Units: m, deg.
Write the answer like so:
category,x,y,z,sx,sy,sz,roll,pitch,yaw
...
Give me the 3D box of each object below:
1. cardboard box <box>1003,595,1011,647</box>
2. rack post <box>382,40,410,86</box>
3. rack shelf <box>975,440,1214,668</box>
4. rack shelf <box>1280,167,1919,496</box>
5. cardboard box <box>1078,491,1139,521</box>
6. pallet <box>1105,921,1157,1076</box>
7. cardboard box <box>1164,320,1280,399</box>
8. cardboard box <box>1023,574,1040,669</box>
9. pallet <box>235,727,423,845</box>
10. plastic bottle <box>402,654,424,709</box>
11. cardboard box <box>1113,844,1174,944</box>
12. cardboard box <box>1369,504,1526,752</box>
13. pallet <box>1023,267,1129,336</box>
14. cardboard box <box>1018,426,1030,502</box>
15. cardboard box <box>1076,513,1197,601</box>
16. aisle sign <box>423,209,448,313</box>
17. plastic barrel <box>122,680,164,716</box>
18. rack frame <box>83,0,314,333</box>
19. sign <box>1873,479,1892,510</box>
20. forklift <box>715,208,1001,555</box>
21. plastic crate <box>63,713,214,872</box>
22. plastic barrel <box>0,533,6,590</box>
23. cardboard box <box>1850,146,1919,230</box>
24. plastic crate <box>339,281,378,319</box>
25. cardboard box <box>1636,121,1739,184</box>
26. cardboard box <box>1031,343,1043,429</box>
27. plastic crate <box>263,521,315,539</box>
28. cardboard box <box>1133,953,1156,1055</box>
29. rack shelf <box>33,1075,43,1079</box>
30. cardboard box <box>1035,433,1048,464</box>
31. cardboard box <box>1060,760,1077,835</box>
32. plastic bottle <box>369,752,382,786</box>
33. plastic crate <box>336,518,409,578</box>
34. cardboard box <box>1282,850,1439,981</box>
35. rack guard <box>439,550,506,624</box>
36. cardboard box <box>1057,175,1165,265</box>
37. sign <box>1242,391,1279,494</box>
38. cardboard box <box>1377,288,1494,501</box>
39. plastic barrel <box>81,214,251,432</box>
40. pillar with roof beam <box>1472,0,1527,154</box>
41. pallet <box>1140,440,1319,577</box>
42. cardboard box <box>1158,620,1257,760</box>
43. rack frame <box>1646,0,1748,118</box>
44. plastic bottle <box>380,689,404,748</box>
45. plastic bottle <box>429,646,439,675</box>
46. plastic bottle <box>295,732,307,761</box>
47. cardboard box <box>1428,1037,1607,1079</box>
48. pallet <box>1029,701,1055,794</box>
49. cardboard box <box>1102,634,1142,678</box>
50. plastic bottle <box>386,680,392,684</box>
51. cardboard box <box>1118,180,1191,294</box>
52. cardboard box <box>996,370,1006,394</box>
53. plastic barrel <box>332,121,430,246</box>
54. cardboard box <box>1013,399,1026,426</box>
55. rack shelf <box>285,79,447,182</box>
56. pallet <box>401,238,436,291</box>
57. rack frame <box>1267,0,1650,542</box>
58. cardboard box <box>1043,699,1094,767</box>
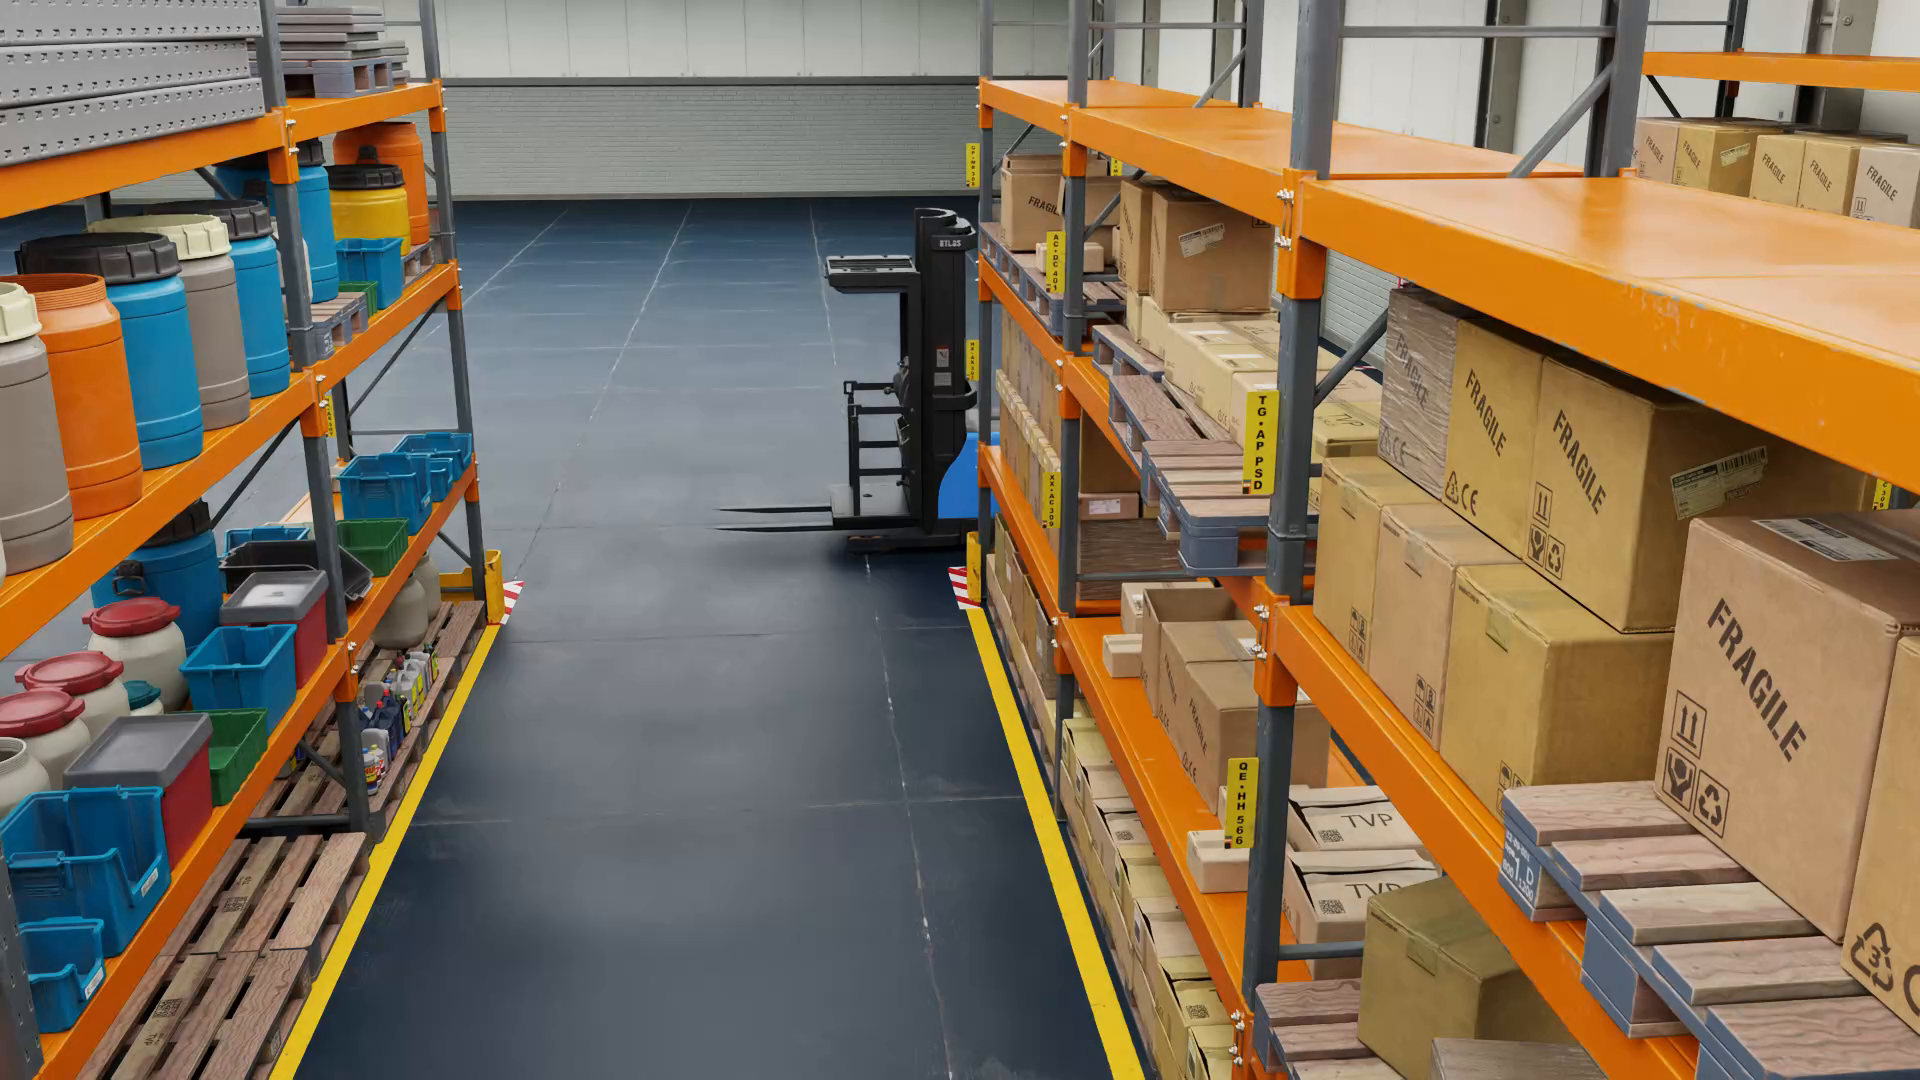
category,x,y,z,sx,sy,sz,roll,pitch,yaw
cardboard box,0.593,0.595,12.164,0.500,0.250,0.500,-2,18,-6
rack post,-4.324,-3.224,11.257,0.937,0.300,0.954,0,17,0
rack shelf,0.858,-0.042,11.504,1.077,0.370,4.000,-2,18,-6
rack shelf,1.684,-0.330,3.074,1.077,0.370,4.000,-2,18,-6
cardboard box,0.824,-0.221,9.623,0.380,0.149,0.250,-2,18,-6
pallet,1.309,2.124,8.061,1.003,0.211,1.213,-2,18,-6
cardboard box,1.201,-0.778,7.188,0.500,0.250,0.500,-3,18,-10
cardboard box,0.704,0.535,11.104,0.500,0.500,0.500,-2,18,-6
pallet,-3.890,1.491,10.074,1.003,0.211,1.213,-2,18,-6
plastic bottle,-3.616,0.925,10.912,0.144,0.351,0.185,-1,17,-3
cardboard box,1.019,1.643,7.888,0.500,0.311,0.500,-1,17,-4
cardboard box,1.608,0.204,4.344,0.910,0.500,0.500,-2,18,-6
pallet,0.951,-1.432,9.869,1.003,0.211,1.213,-2,18,-6
cardboard box,0.792,-0.585,11.866,0.700,0.500,0.500,-2,18,-5
cardboard box,1.013,0.031,9.904,0.700,0.500,0.500,-2,18,-7
aisle sign,-3.987,-2.100,12.519,0.394,0.787,0.004,-2,18,-6
plastic barrel,-3.879,0.828,7.764,0.301,0.262,0.301,0,17,0
rack frame,-3.863,-2.500,8.116,1.000,3.000,0.127,-2,18,-6
sign,5.453,-0.338,9.799,0.100,0.325,0.005,-2,18,-6
forklift,-0.696,-1.431,14.841,3.031,2.935,1.130,-2,18,-6
plastic crate,-3.312,1.033,6.773,0.402,0.464,0.583,-2,18,-6
plastic barrel,-3.177,-0.032,5.078,0.421,0.512,0.421,0,17,0
cardboard box,5.670,-2.050,9.821,0.500,0.500,0.500,-3,18,-10
plastic crate,-3.755,-1.446,10.121,0.336,0.188,0.450,-2,18,-6
cardboard box,5.379,-2.827,12.298,0.500,0.500,0.500,-2,18,-6
cardboard box,0.857,-1.037,11.139,0.700,0.500,0.500,-2,18,-6
plastic crate,-4.282,0.012,10.570,0.530,0.136,0.437,-2,18,-6
cardboard box,1.075,2.061,7.493,0.500,0.250,0.500,-1,17,-4
rack shelf,-3.244,2.493,3.429,1.077,0.370,4.000,-2,18,-6
cardboard box,0.694,-0.599,10.829,0.380,0.149,0.250,-1,17,-4
cardboard box,0.860,1.450,9.440,0.500,0.250,0.500,-2,18,-7
plastic bottle,-3.470,1.349,9.810,0.097,0.201,0.097,0,17,0
plastic crate,-3.722,0.050,10.362,0.450,0.188,0.662,-2,18,-6
cardboard box,1.483,1.335,6.065,0.500,0.311,0.500,-1,17,-2
rack guard,-4.221,0.385,13.118,1.175,0.500,0.348,-2,18,-6
cardboard box,1.020,-2.032,10.525,0.797,0.503,0.637,0,17,0
sign,0.924,-0.299,5.117,0.100,0.325,0.005,-2,18,-6
cardboard box,1.516,-0.423,4.674,0.500,0.500,0.500,-2,18,-6
plastic barrel,-3.527,-0.968,7.408,0.600,0.901,0.600,0,17,0
pillar with roof beam,1.611,-5.470,17.578,9.100,9.000,0.400,-2,18,-6
pallet,1.318,-0.138,5.917,1.213,0.211,1.003,-1,17,-3
cardboard box,1.234,0.698,7.778,0.500,0.500,0.500,-2,18,-6
rack frame,5.579,-3.998,12.887,1.000,3.000,0.127,-2,18,-6
plastic bottle,-3.553,1.107,10.332,0.144,0.351,0.185,-3,18,-8
plastic bottle,-3.650,0.830,11.464,0.097,0.201,0.097,0,17,0
plastic bottle,-4.091,1.200,10.160,0.152,0.276,0.135,-2,18,-6
cardboard box,1.559,1.617,4.151,0.700,0.500,0.500,1,17,5
pallet,1.024,1.303,10.675,1.003,0.211,1.213,-2,18,-6
cardboard box,0.953,0.601,8.675,0.380,0.149,0.250,-2,18,-6
plastic bottle,-3.731,1.013,10.880,0.097,0.201,0.097,0,17,0
cardboard box,1.089,-1.522,8.307,0.500,0.500,0.500,-2,17,-5
cardboard box,0.478,-1.215,12.789,0.380,0.149,0.250,-2,18,-6
plastic barrel,-4.099,-2.525,11.786,0.600,0.830,0.708,-2,18,-6
cardboard box,0.587,-0.907,11.809,0.380,0.149,0.250,-2,18,-7
rack shelf,-4.069,-2.562,10.182,1.077,0.370,4.000,-2,18,-6
pallet,-4.287,-1.921,11.595,1.003,0.211,1.213,-2,18,-6
rack frame,1.477,-1.460,4.804,1.000,3.000,0.127,-2,18,-6
cardboard box,0.800,1.191,10.266,0.500,0.250,0.500,-2,18,-6
